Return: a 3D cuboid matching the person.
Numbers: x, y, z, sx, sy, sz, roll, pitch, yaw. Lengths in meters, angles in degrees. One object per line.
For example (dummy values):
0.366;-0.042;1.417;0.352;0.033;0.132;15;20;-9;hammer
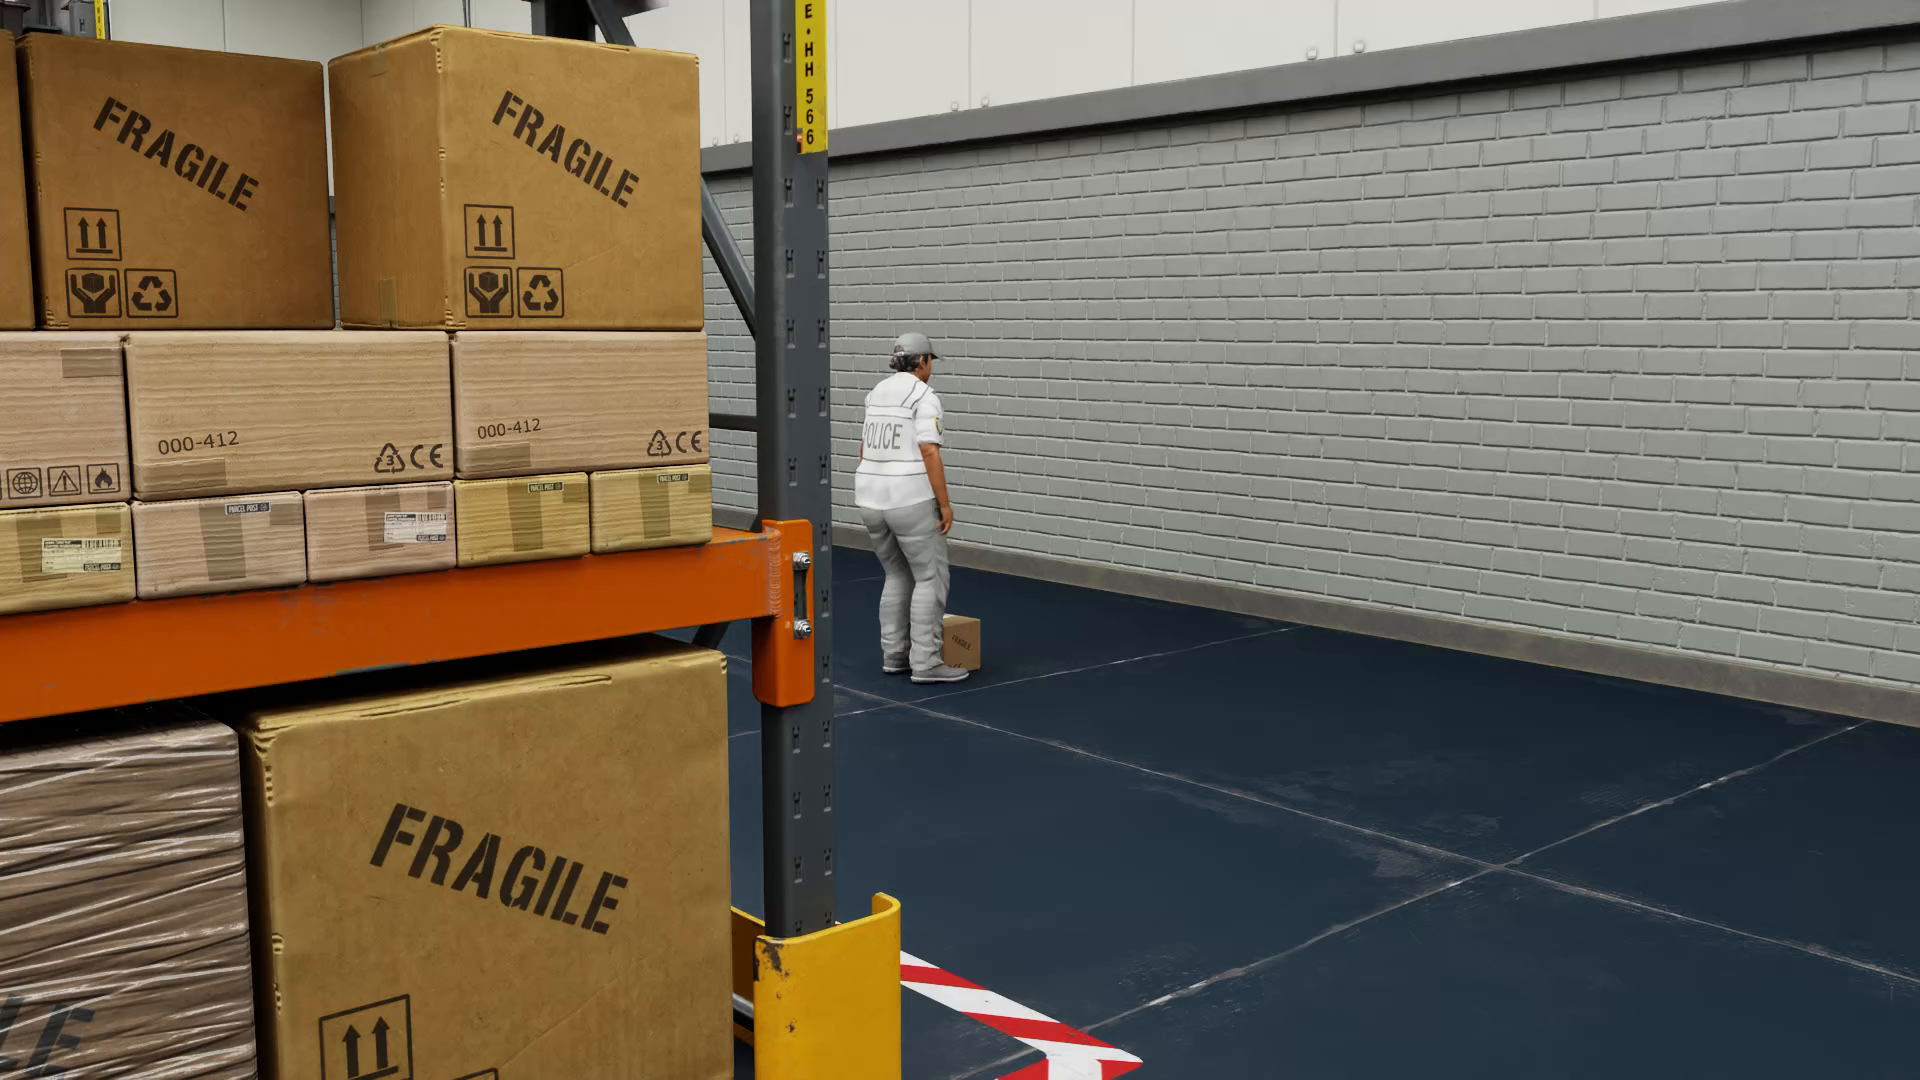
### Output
-0.238;-0.166;8.015;0.463;1.667;0.563;-7;10;-44;person
